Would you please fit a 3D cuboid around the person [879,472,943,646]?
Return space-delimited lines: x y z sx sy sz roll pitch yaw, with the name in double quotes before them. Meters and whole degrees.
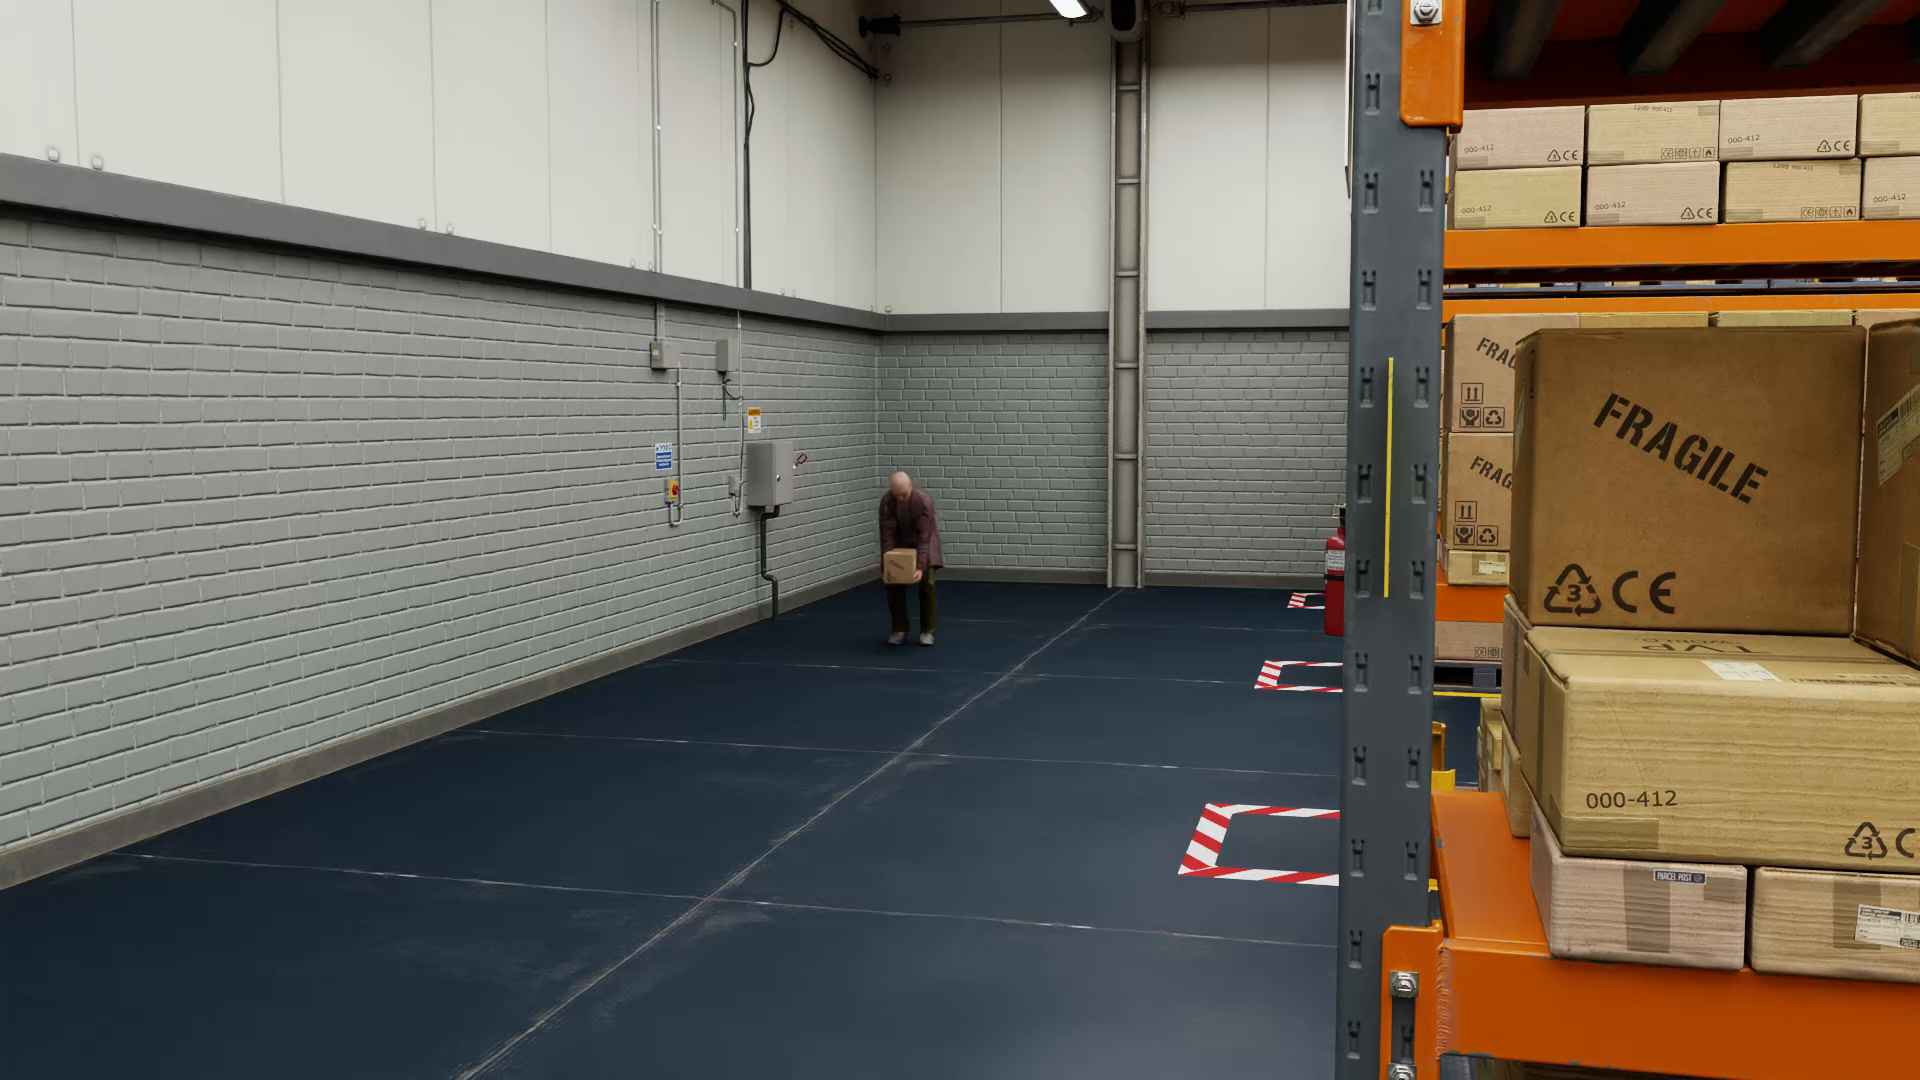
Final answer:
"person" -0.450 0.162 14.177 0.549 1.507 0.815 1 5 12
